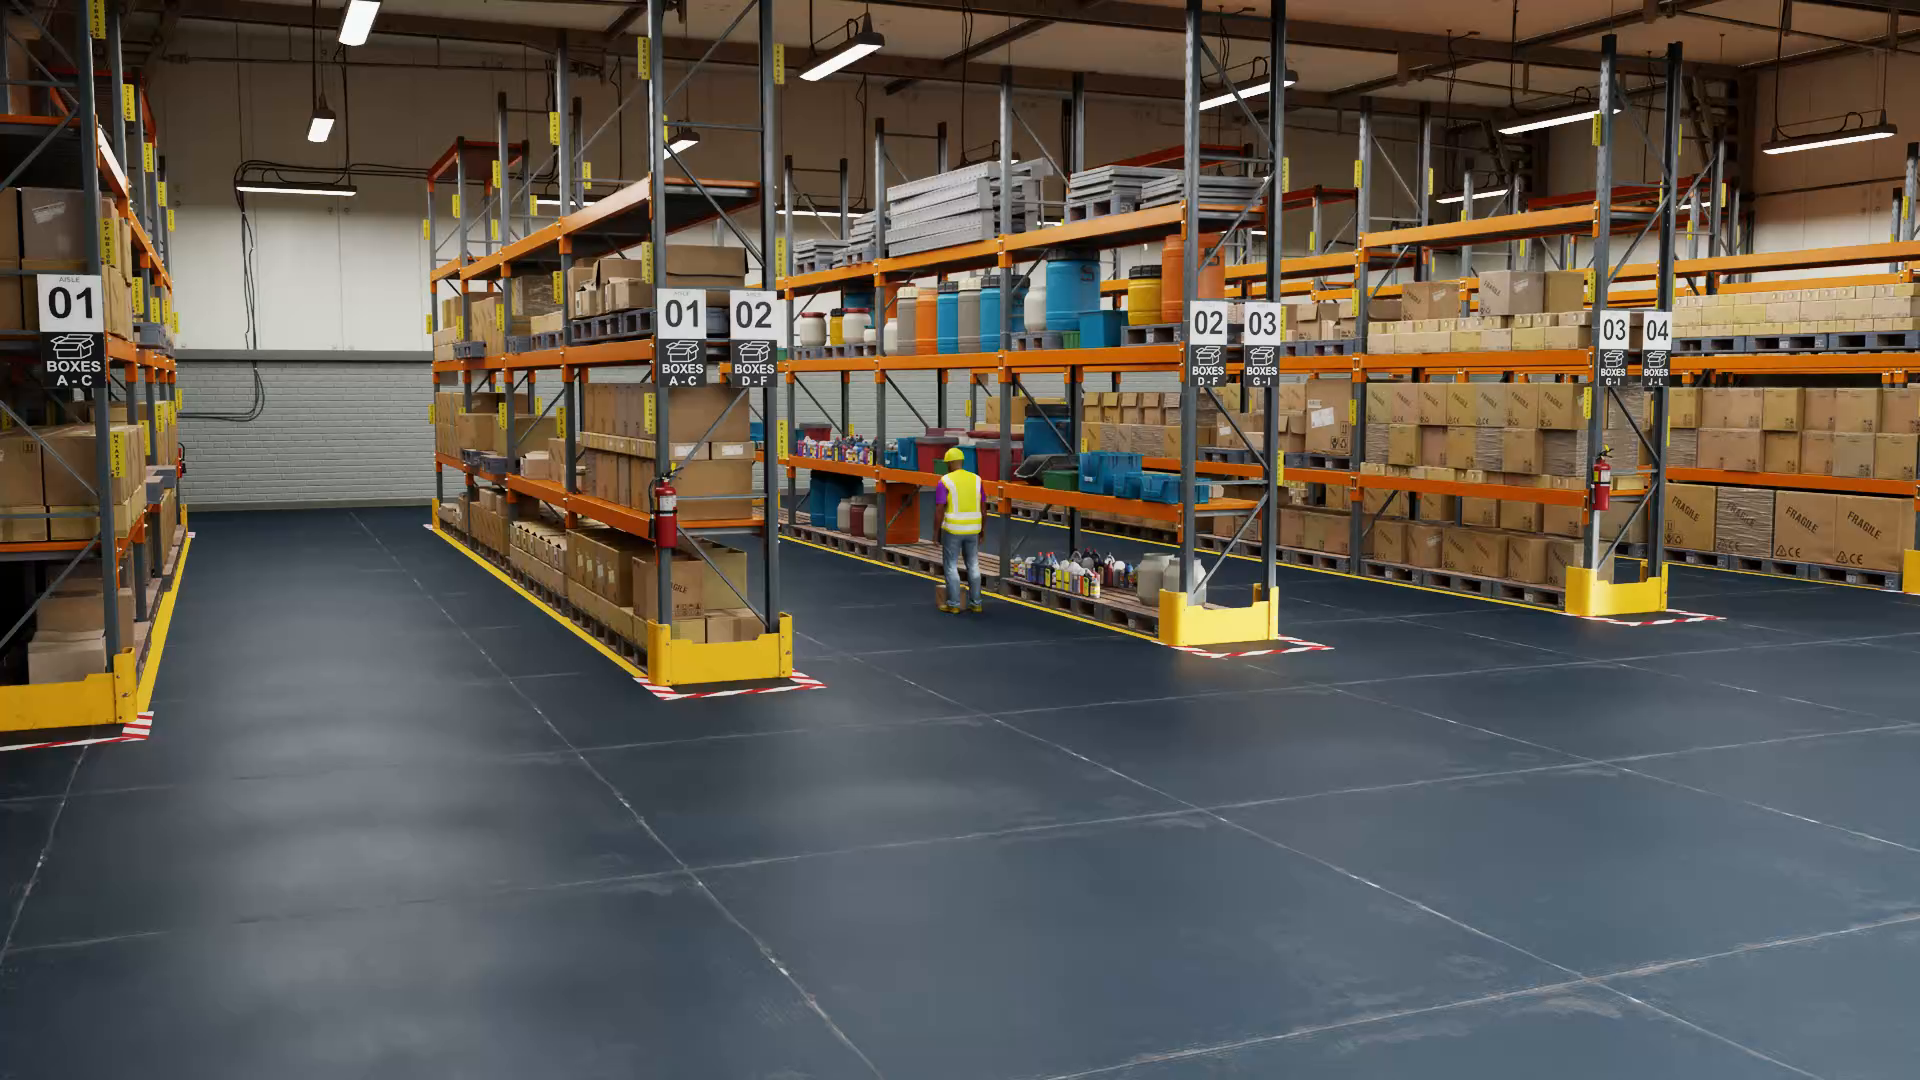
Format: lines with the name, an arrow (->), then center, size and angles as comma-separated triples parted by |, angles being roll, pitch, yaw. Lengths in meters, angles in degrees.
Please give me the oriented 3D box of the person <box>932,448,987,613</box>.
person -> -0.009, -0.106, 17.807 | 0.633, 1.759, 0.462 | -3, 6, -27
